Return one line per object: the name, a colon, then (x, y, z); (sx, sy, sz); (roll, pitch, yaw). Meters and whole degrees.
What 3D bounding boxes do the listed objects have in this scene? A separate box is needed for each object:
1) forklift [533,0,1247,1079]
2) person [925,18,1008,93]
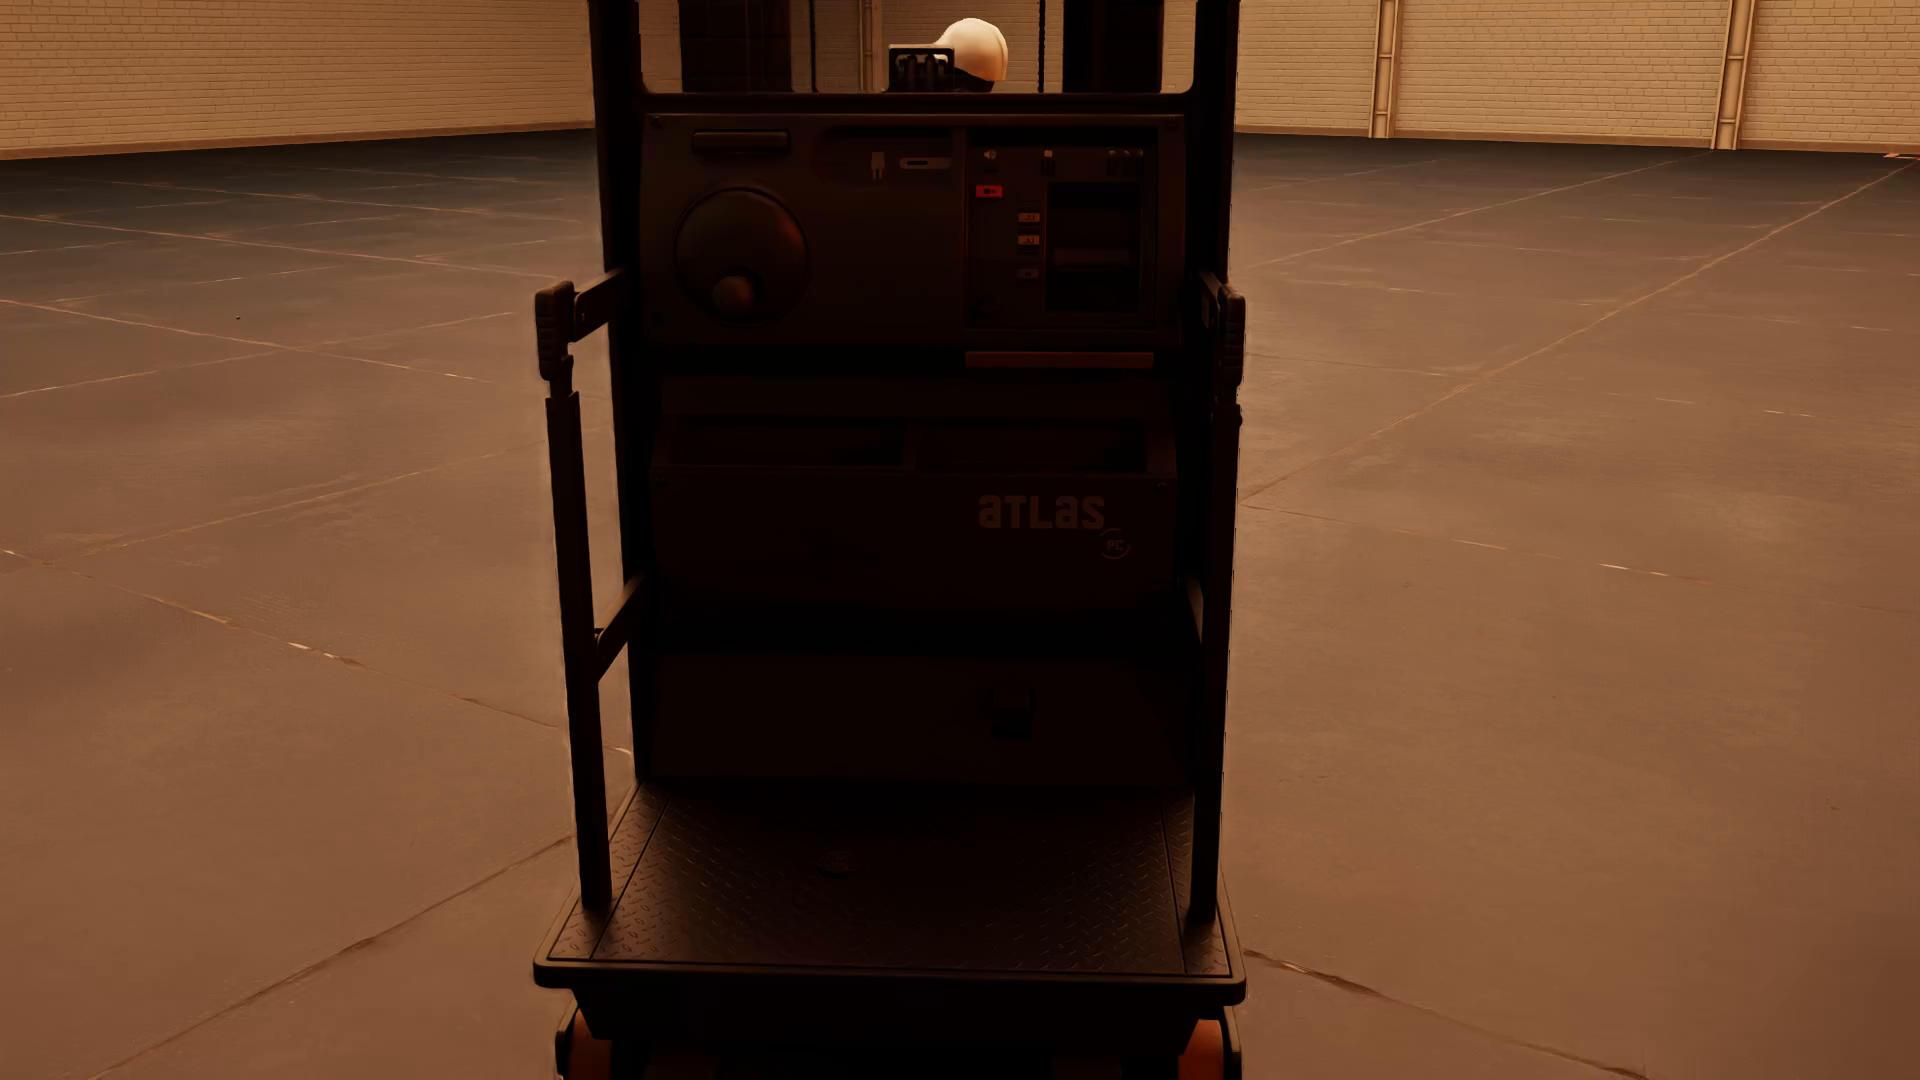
forklift: (-0.091, -0.542, 2.644); (1.130, 2.935, 3.031); (1, 17, 3)
person: (-0.044, -0.870, 5.735); (0.568, 1.773, 0.624); (11, 20, 33)
